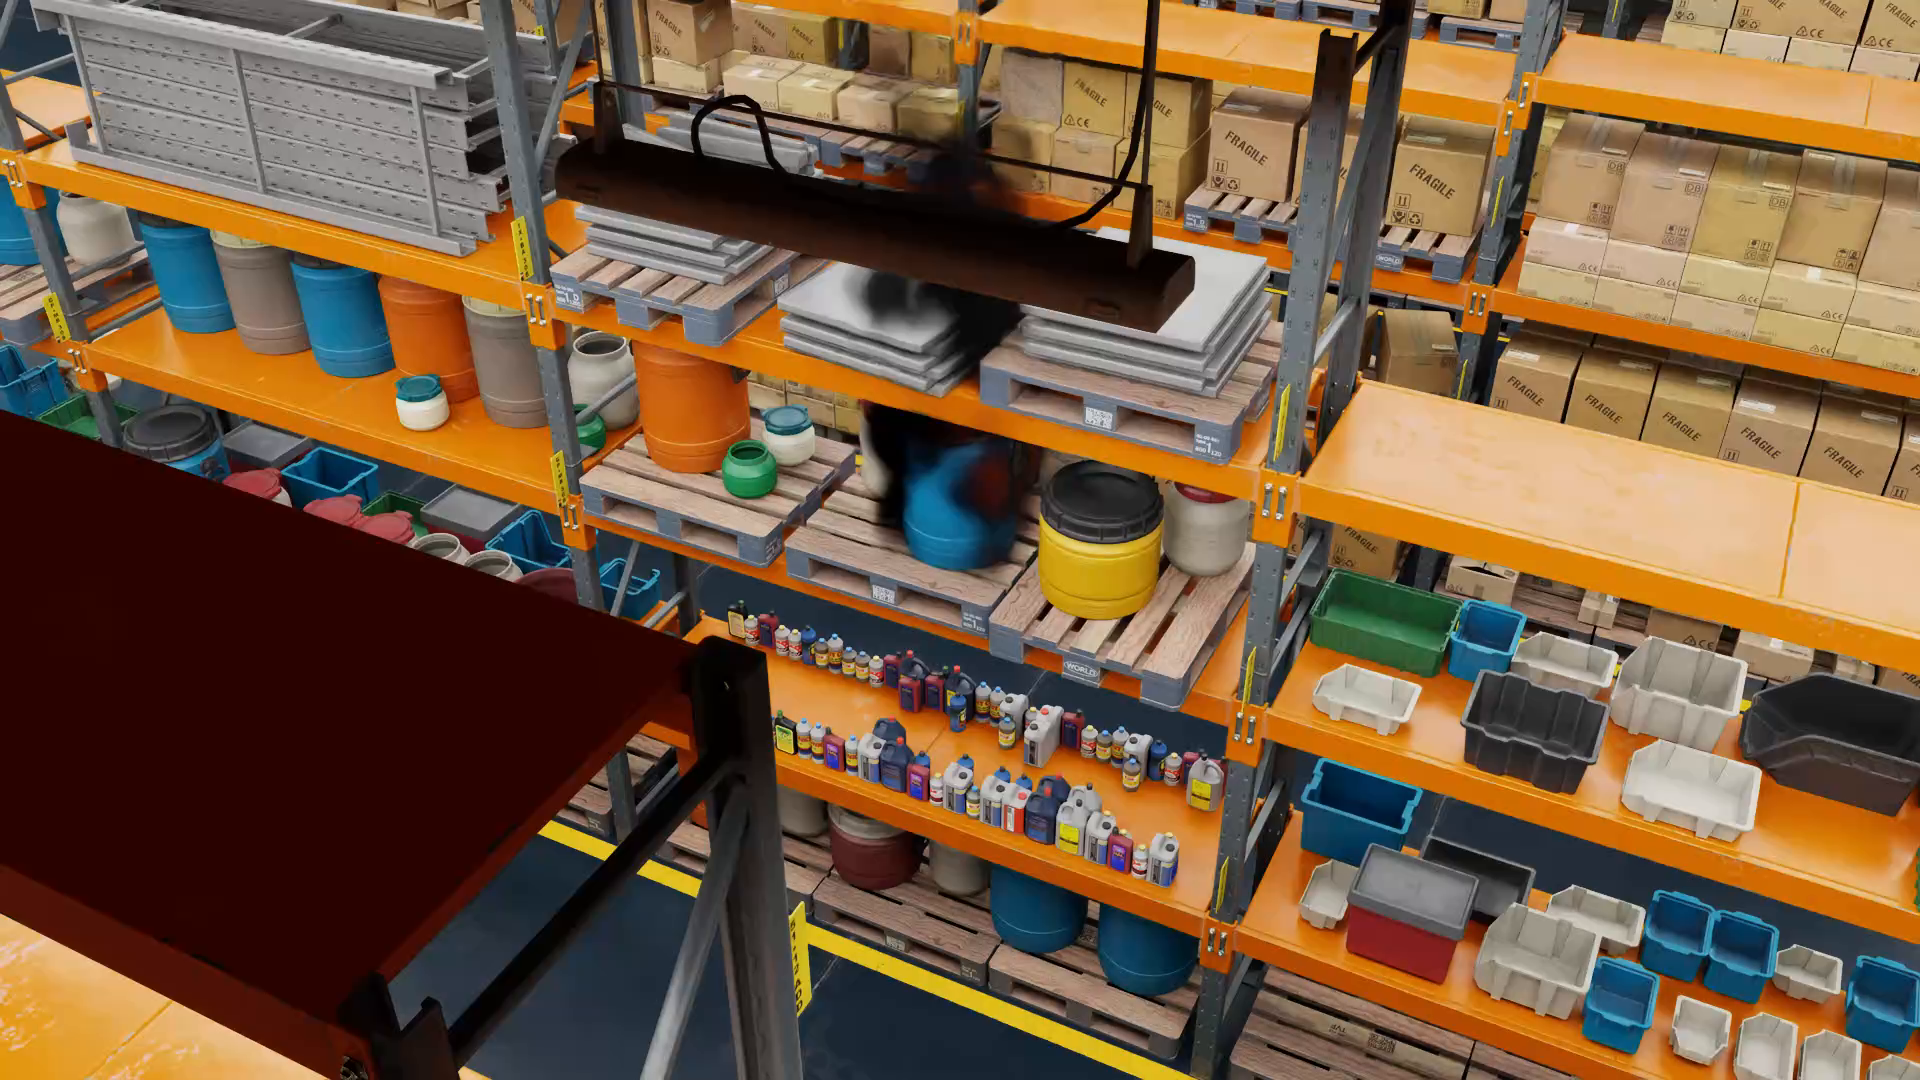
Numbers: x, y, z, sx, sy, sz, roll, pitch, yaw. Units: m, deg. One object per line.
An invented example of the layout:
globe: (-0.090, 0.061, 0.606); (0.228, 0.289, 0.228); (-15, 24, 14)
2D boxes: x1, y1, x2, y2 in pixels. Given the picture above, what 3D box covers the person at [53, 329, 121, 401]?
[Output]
person: (-7.459, -1.353, 14.376); (0.823, 1.634, 0.620); (15, 38, 20)
